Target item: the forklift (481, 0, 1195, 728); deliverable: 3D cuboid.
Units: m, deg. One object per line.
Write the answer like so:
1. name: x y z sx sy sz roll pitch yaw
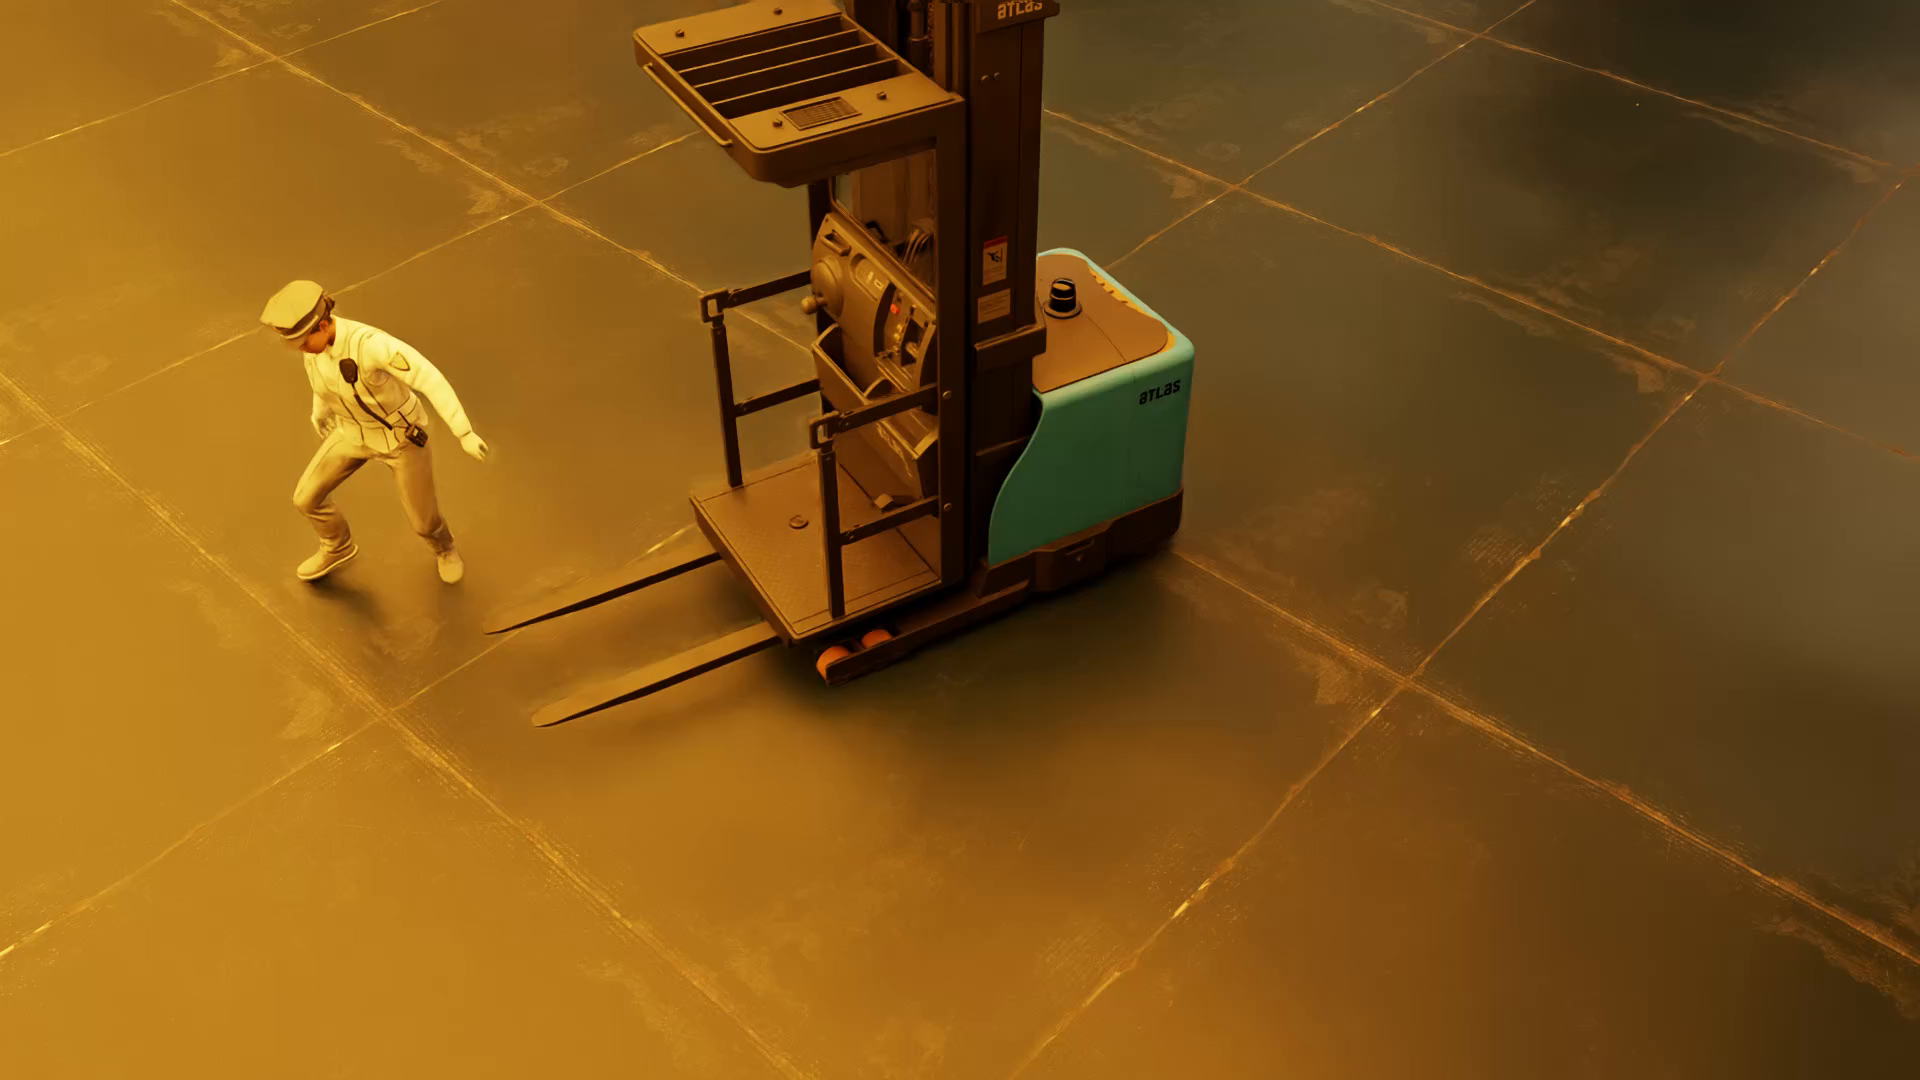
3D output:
1. forklift: -0.524 -0.901 6.478 3.031 2.935 1.130 -21 45 -23

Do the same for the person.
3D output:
1. person: -2.411 -0.397 6.952 1.056 1.606 0.527 13 42 14
